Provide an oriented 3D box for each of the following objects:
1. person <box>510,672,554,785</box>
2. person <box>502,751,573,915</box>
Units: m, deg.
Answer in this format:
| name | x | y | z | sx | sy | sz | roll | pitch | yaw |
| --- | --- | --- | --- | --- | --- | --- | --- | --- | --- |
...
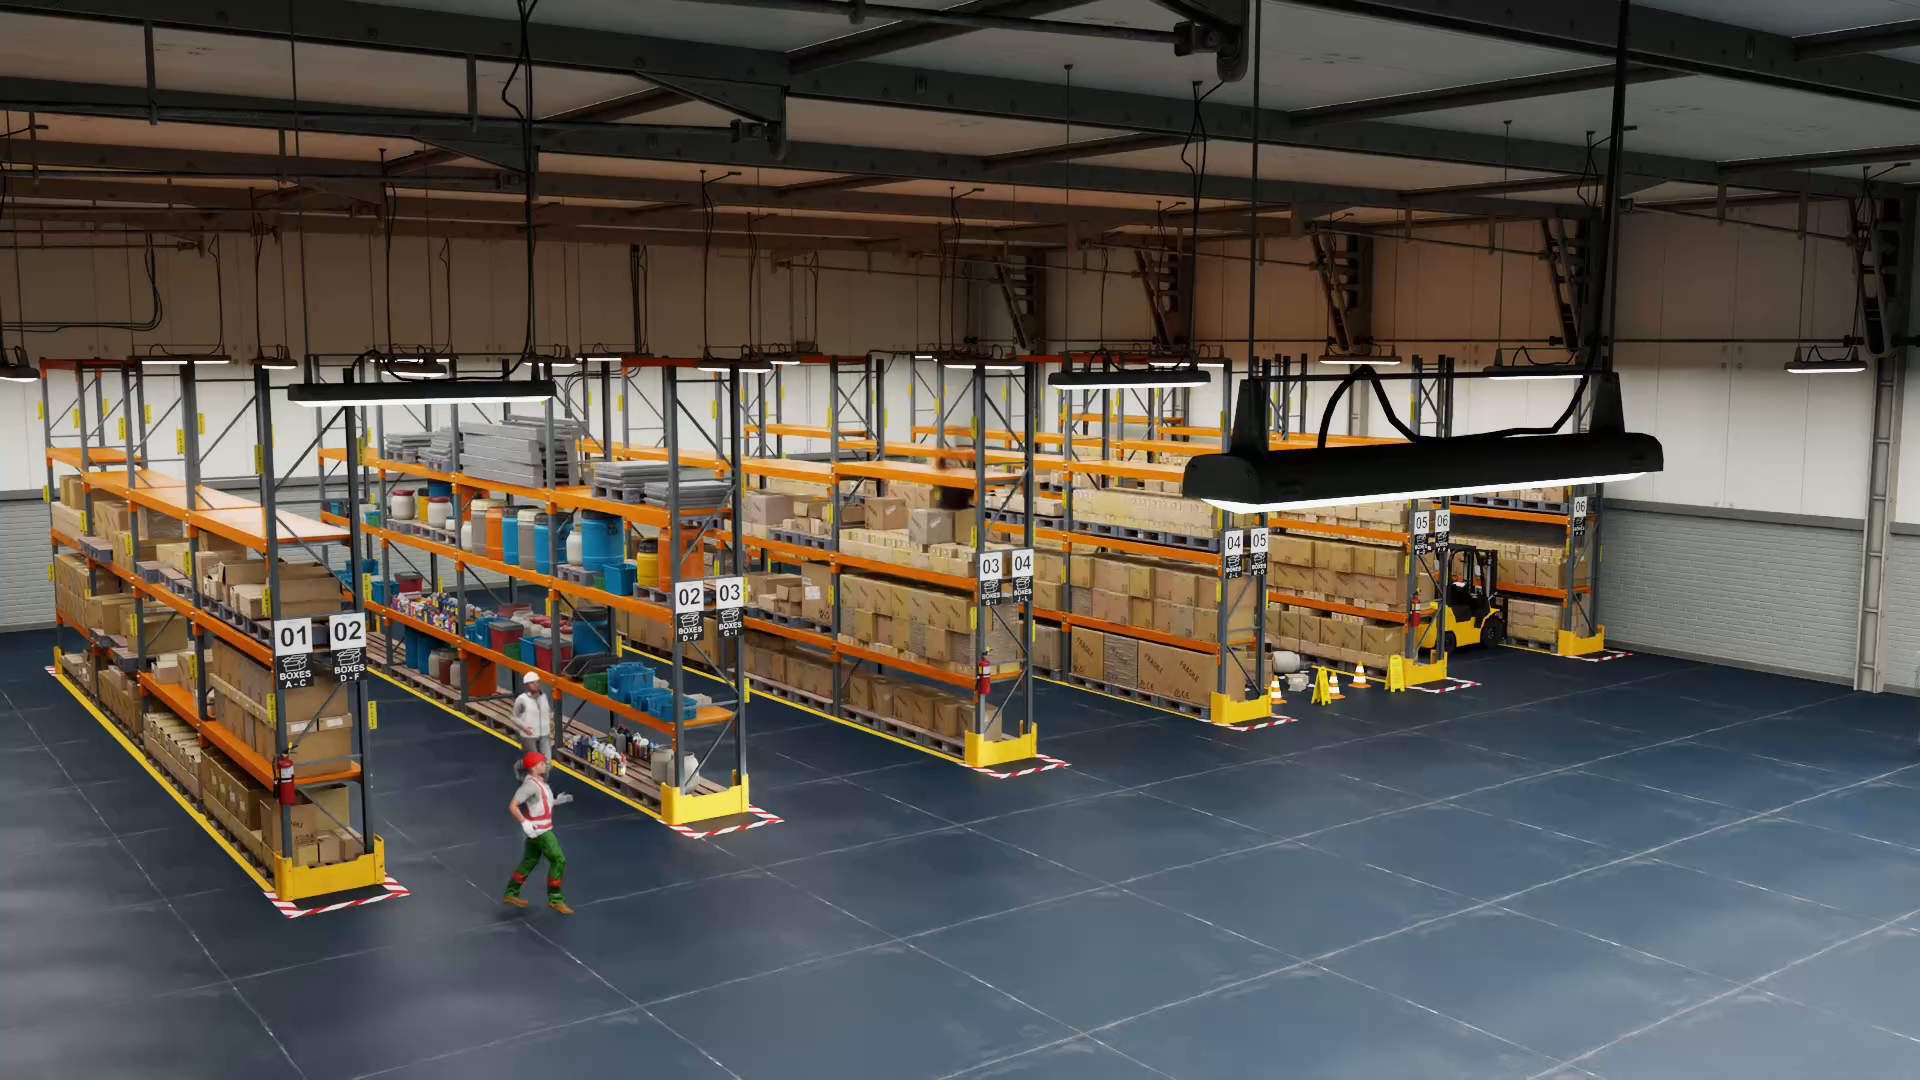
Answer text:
| name | x | y | z | sx | sy | sz | roll | pitch | yaw |
| --- | --- | --- | --- | --- | --- | --- | --- | --- | --- |
| person | -5.940 | 2.704 | 23.170 | 0.661 | 1.757 | 0.792 | -6 | 9 | -42 |
| person | -4.667 | 3.242 | 18.349 | 0.799 | 1.847 | 0.650 | -2 | 7 | -13 |
